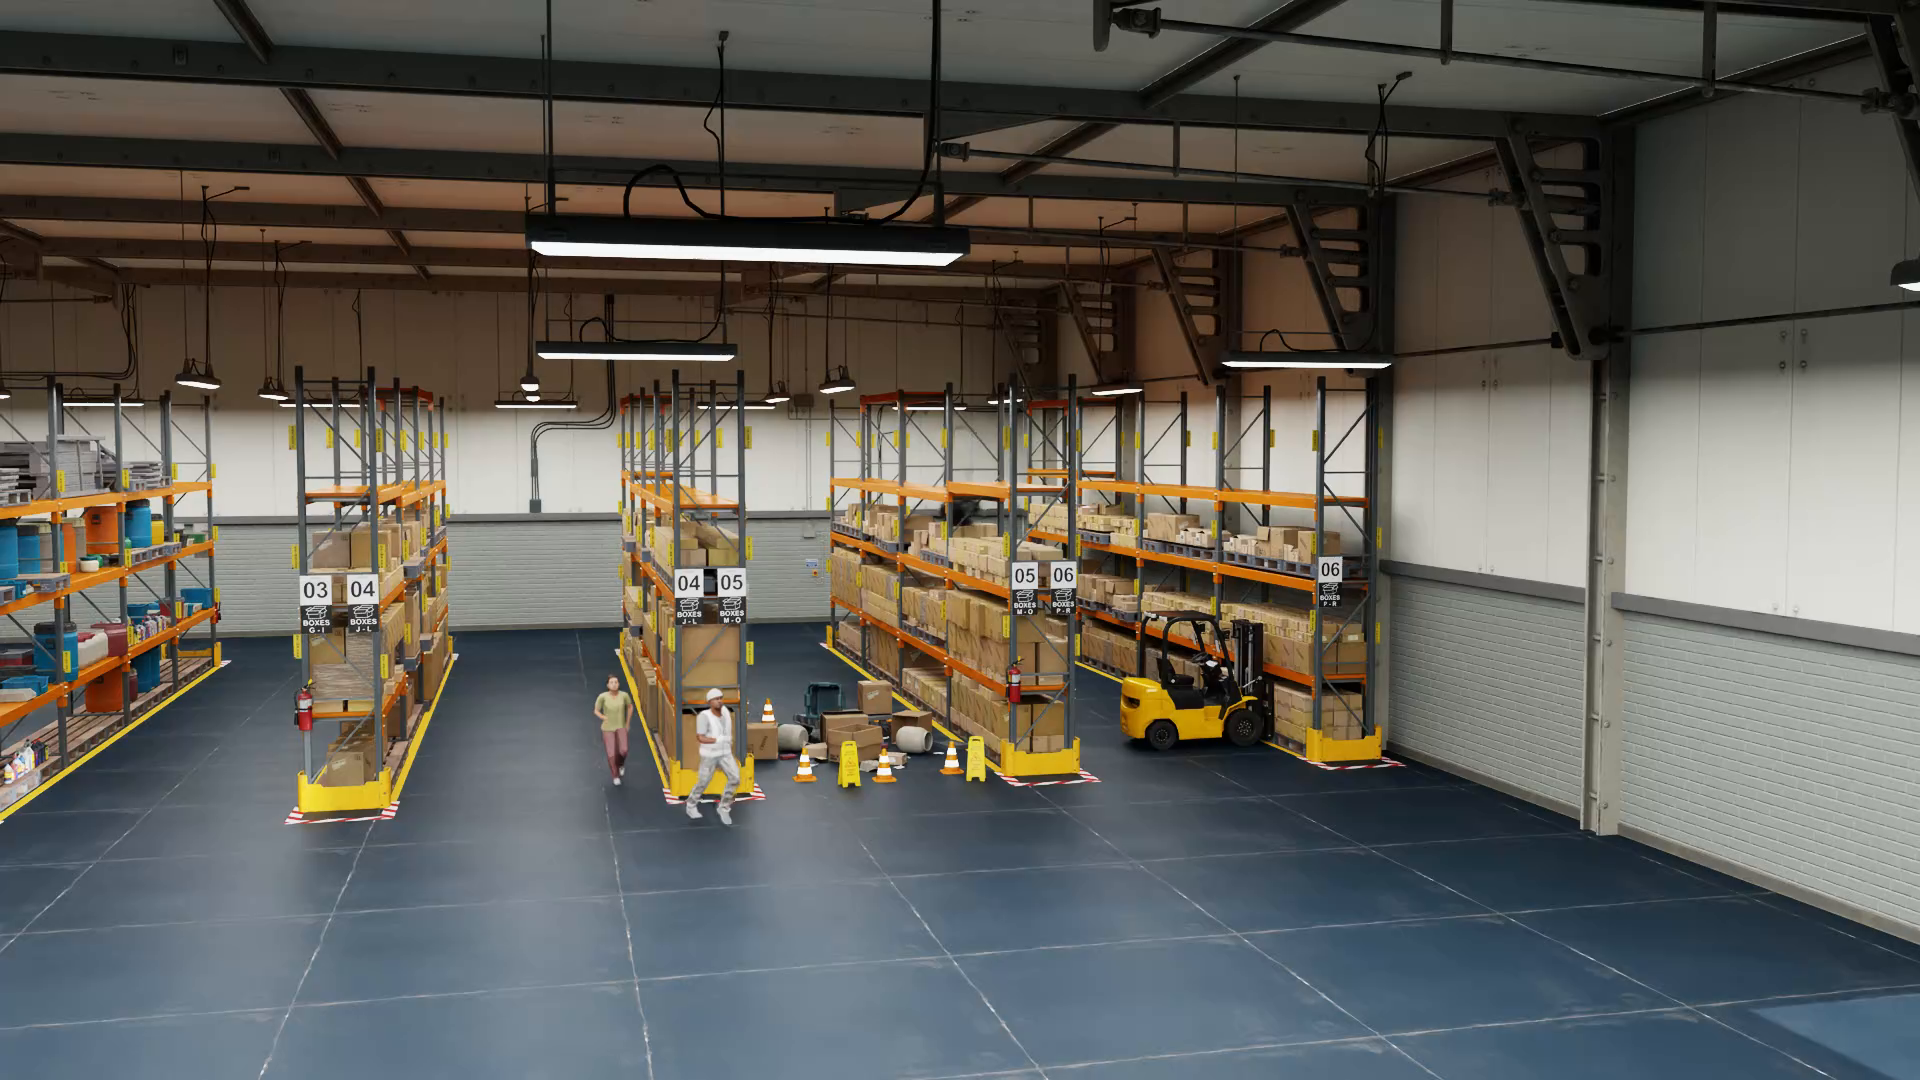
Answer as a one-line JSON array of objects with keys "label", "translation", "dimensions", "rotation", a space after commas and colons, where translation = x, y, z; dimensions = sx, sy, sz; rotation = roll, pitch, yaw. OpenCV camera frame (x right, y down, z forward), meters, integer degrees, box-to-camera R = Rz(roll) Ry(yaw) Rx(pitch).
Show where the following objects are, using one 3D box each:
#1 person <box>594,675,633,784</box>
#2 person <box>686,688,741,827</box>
[{"label": "person", "translation": [-5.016, 2.755, 24.146], "dimensions": [0.574, 1.613, 0.553], "rotation": [-1, 4, -16]}, {"label": "person", "translation": [-3.178, 2.818, 21.665], "dimensions": [0.897, 1.801, 0.697], "rotation": [3, 5, 44]}]
